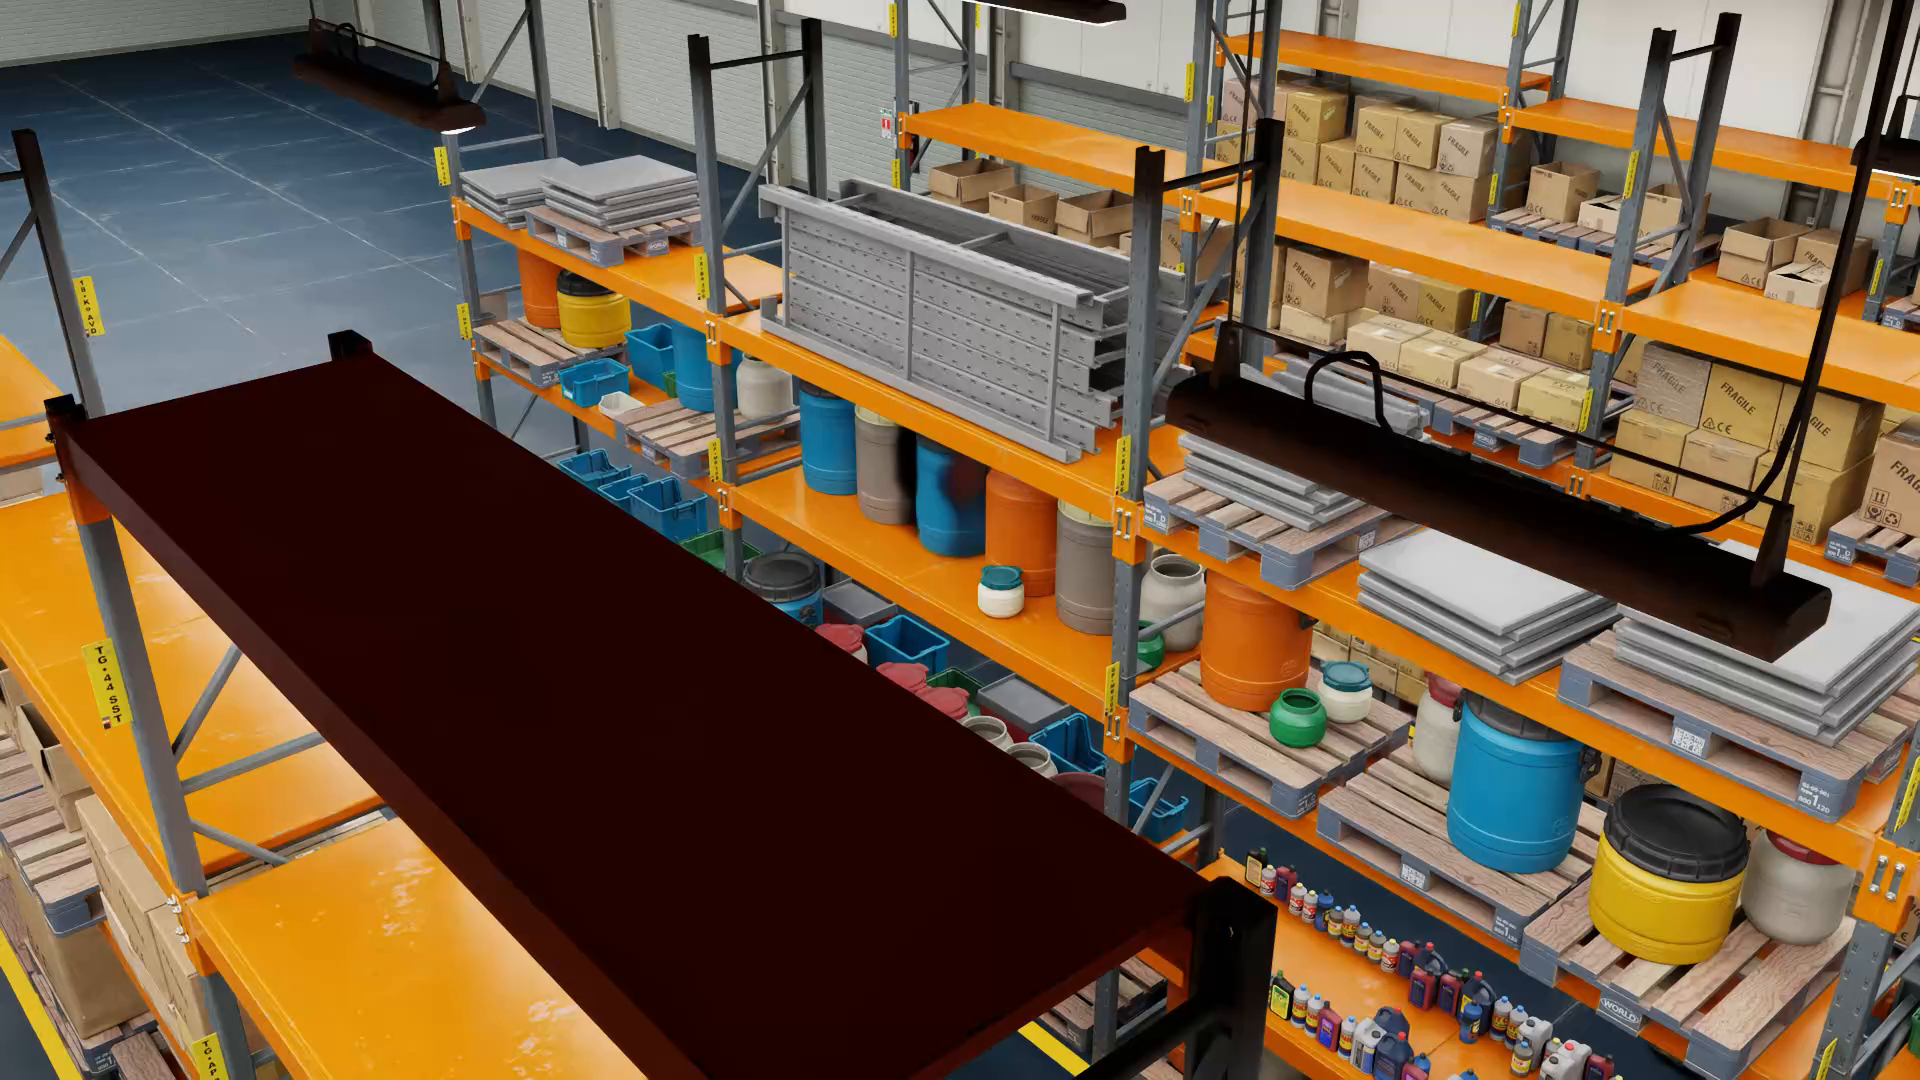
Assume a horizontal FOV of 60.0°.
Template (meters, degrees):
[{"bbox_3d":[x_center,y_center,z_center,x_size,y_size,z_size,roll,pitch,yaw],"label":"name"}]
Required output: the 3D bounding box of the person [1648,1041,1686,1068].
[{"bbox_3d":[4.793,2.763,10.191,0.646,1.735,1.061,-21,34,-35],"label":"person"}]
